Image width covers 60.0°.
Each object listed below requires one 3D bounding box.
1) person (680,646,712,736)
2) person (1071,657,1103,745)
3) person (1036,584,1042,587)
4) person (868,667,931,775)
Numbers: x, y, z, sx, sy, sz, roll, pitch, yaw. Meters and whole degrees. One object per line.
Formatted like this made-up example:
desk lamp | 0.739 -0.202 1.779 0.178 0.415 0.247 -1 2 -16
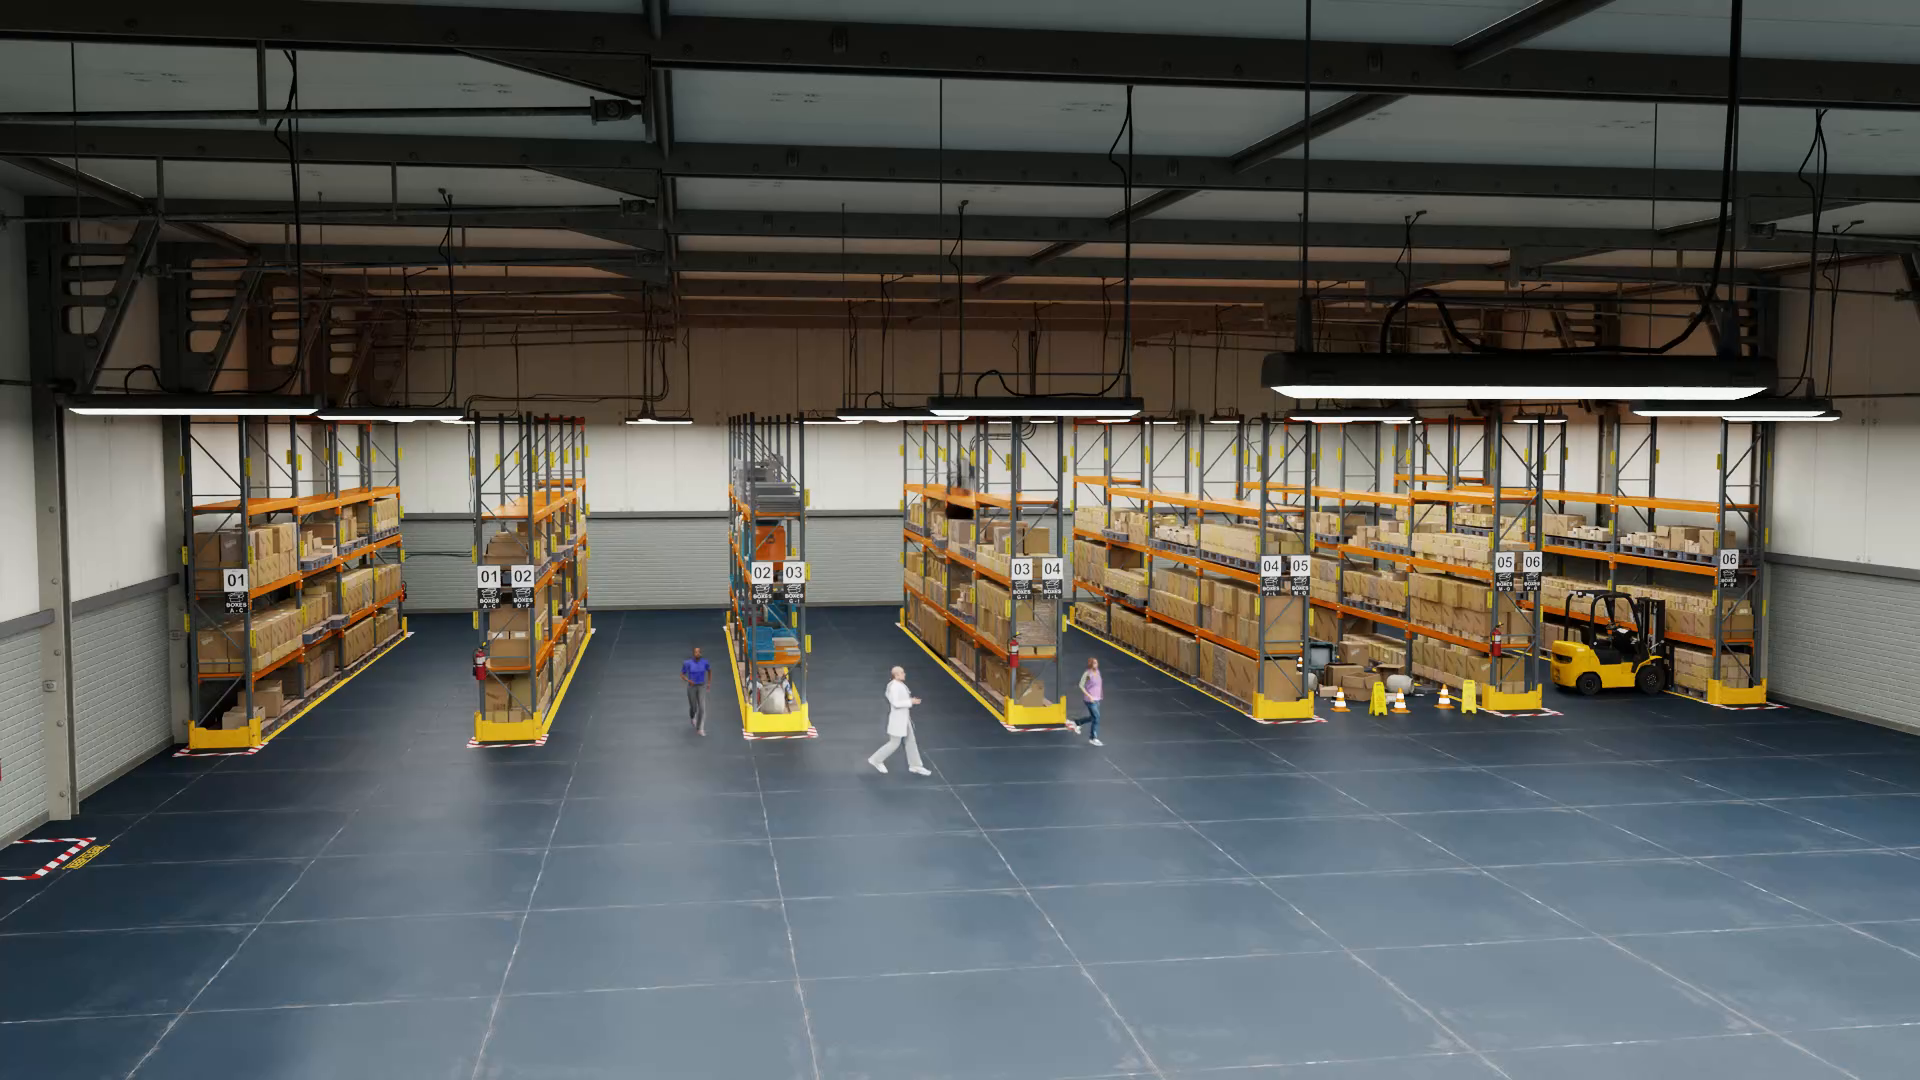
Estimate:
person | -4.927 2.806 31.115 0.616 1.657 0.784 -1 4 -17
person | 2.305 2.896 30.103 0.677 1.590 0.529 3 5 40
person | 2.103 1.659 47.888 0.651 1.701 0.834 1 4 11
person | -0.991 2.950 27.167 1.034 1.777 0.701 1 4 11
